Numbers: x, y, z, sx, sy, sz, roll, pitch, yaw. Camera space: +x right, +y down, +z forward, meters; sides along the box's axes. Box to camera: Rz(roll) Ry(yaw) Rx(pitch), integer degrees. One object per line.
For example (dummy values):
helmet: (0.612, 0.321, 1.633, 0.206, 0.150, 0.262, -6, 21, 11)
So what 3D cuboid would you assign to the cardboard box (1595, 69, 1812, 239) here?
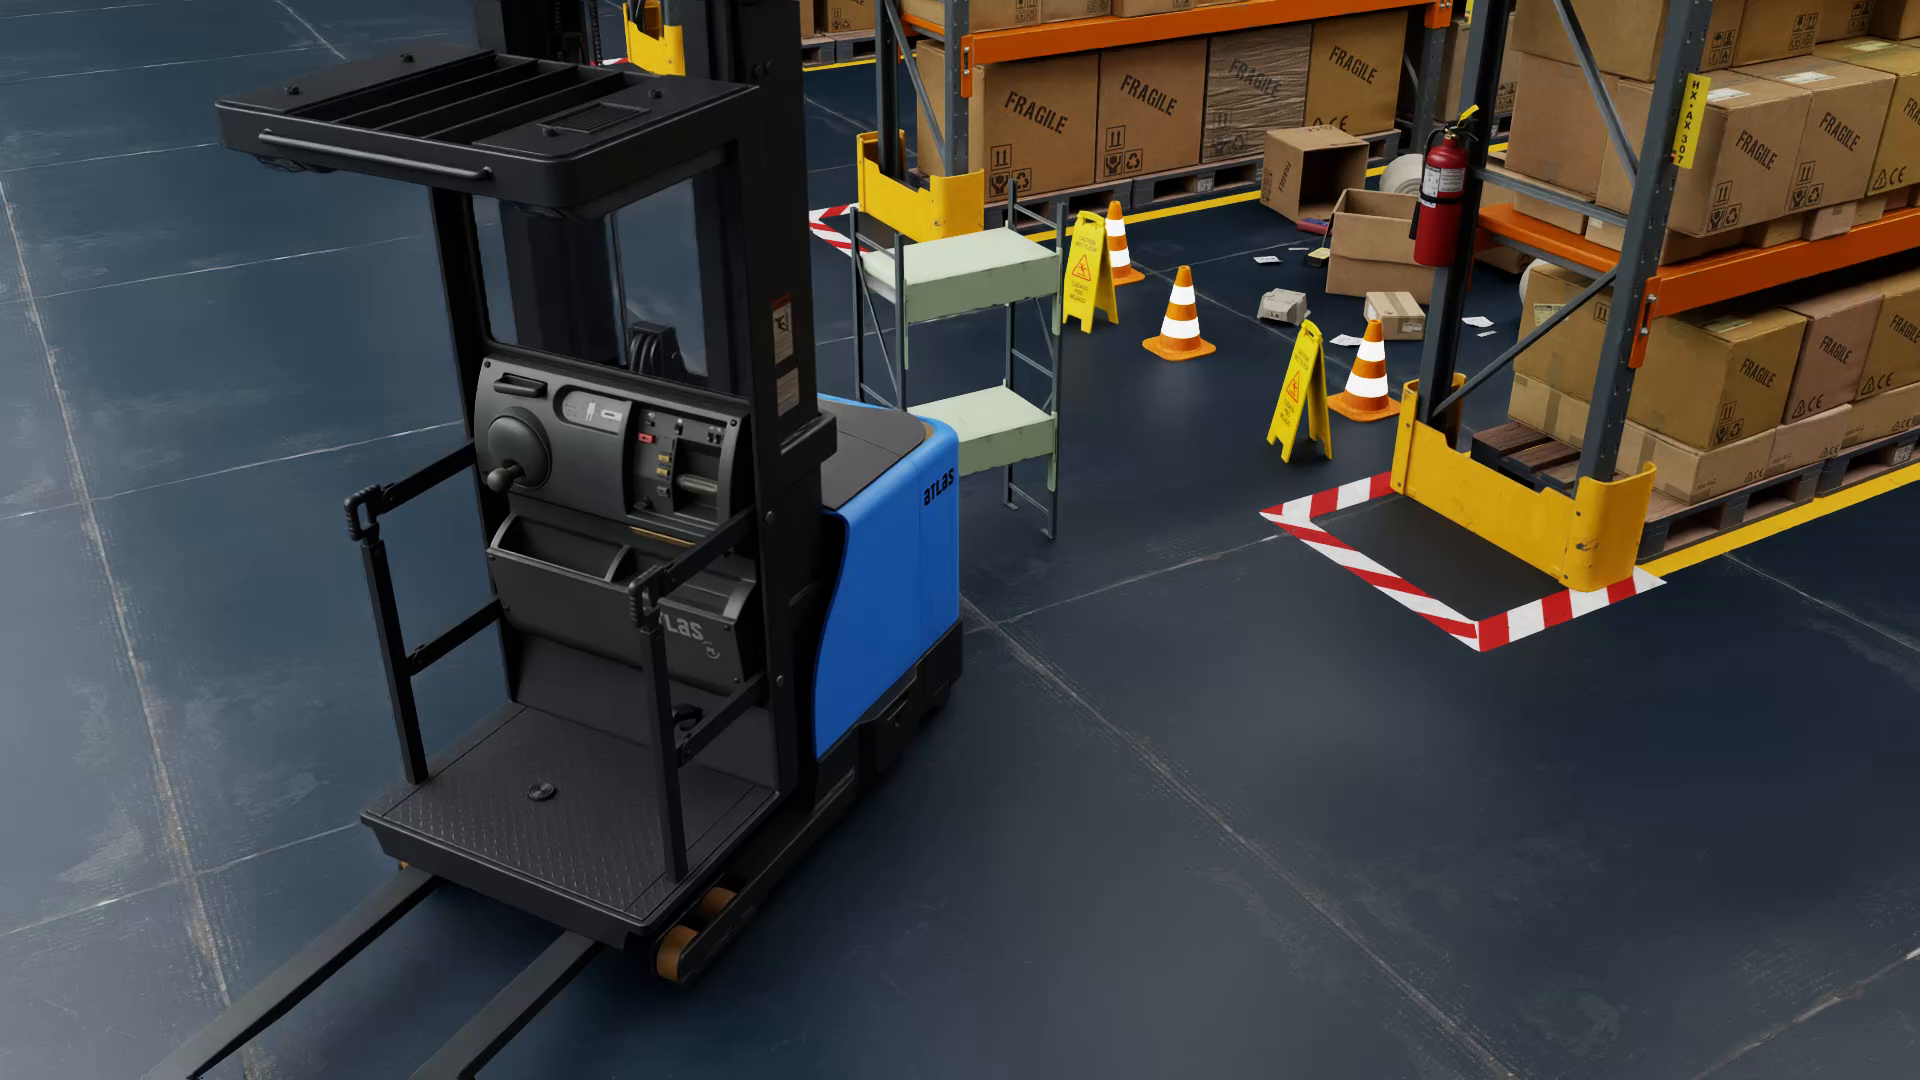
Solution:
cardboard box: (2.895, -1.527, 6.501, 0.500, 0.500, 0.500, -16, 33, -27)

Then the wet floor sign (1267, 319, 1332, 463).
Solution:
wet floor sign: (1.640, -0.721, 7.888, 0.232, 0.644, 0.267, -5, 29, -9)

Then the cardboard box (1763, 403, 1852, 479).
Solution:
cardboard box: (3.626, -0.536, 7.529, 0.500, 0.250, 0.500, -15, 32, -25)

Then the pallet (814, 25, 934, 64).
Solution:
pallet: (-0.840, -4.759, 15.655, 1.213, 0.211, 1.003, -16, 33, -26)

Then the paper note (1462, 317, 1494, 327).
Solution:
paper note: (2.961, -1.253, 9.501, 0.142, 0.019, 0.148, -5, 29, -9)

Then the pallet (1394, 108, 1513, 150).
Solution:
pallet: (3.827, -3.368, 13.135, 1.213, 0.211, 1.003, -16, 33, -26)

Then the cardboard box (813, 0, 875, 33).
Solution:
cardboard box: (-1.080, -5.022, 15.398, 0.500, 0.500, 0.500, -13, 31, -22)

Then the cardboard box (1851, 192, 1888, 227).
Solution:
cardboard box: (3.673, -1.458, 7.048, 0.250, 0.149, 0.380, -15, 32, -25)

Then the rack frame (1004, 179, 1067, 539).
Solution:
rack frame: (0.310, -0.745, 7.047, 0.023, 1.500, 0.400, -16, 33, -26)

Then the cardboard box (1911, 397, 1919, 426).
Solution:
cardboard box: (4.527, -0.798, 8.002, 0.500, 0.250, 0.500, -15, 32, -26)

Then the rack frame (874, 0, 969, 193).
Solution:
rack frame: (-0.249, -3.390, 10.288, 0.127, 3.000, 1.000, -16, 33, -26)

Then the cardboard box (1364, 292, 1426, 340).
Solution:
cardboard box: (2.452, -1.266, 9.391, 0.250, 0.149, 0.380, 0, 29, 0)

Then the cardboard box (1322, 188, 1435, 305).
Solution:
cardboard box: (2.578, -1.744, 9.889, 0.797, 0.503, 0.637, 10, 30, 17)

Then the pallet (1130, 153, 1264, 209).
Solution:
pallet: (1.452, -2.694, 11.913, 1.213, 0.211, 1.003, -16, 33, -26)

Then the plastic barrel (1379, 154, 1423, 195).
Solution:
plastic barrel: (2.999, -2.324, 11.023, 0.421, 0.421, 0.512, 5, 29, 8)

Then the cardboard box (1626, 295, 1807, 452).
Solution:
cardboard box: (3.202, -0.749, 7.138, 0.500, 0.500, 0.500, -17, 33, -28)

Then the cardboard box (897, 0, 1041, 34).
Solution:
cardboard box: (0.048, -3.565, 10.450, 0.550, 0.550, 0.875, -16, 33, -26)

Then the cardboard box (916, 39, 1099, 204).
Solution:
cardboard box: (0.303, -2.837, 11.050, 0.875, 0.875, 0.875, -16, 33, -26)

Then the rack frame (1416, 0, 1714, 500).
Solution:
rack frame: (2.346, -1.352, 6.596, 0.127, 3.000, 1.000, -16, 33, -26)

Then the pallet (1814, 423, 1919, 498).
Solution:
pallet: (4.181, -0.631, 8.175, 1.213, 0.211, 1.003, -16, 33, -26)

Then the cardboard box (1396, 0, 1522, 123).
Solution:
cardboard box: (3.690, -3.757, 12.847, 0.750, 0.750, 1.050, -16, 33, -27)

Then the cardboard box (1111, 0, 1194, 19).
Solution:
cardboard box: (1.058, -3.793, 10.864, 0.550, 0.550, 0.875, -16, 33, -26)

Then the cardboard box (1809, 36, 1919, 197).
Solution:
cardboard box: (3.779, -1.780, 6.960, 0.500, 0.500, 0.500, -17, 33, -27)

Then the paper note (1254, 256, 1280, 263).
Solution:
paper note: (1.928, -1.755, 10.401, 0.142, 0.017, 0.144, -5, 29, -9)

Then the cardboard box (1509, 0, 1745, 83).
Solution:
cardboard box: (2.676, -2.180, 6.650, 0.500, 0.500, 0.700, -17, 33, -28)

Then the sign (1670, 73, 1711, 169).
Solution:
sign: (2.621, -1.505, 5.977, 0.005, 0.325, 0.100, -16, 33, -26)

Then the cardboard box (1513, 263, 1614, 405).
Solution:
cardboard box: (2.905, -0.965, 7.530, 0.500, 0.500, 0.500, -16, 33, -26)

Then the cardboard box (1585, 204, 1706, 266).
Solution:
cardboard box: (2.744, -1.239, 6.651, 0.250, 0.149, 0.380, -16, 33, -26)

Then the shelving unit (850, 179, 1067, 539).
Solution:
shelving unit: (-0.006, -0.655, 6.885, 0.755, 1.500, 0.431, -16, 33, -26)

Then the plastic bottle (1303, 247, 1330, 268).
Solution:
plastic bottle: (2.276, -1.777, 10.406, 0.133, 0.061, 0.283, 22, 36, 34)

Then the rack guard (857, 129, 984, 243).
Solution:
rack guard: (-0.269, -2.289, 10.881, 0.348, 0.500, 1.175, -16, 33, -26)

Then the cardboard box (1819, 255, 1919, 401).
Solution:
cardboard box: (4.087, -0.998, 7.589, 0.500, 0.500, 0.500, -15, 32, -25)

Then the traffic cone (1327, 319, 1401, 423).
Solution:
traffic cone: (2.064, -0.884, 8.373, 0.334, 0.463, 0.336, -16, 33, -26)

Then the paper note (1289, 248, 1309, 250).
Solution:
paper note: (2.160, -1.857, 10.604, 0.123, 0.001, 0.032, 0, 29, 0)

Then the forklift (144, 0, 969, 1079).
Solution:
forklift: (-1.099, -0.249, 4.669, 1.130, 2.935, 3.031, 14, 32, 24)

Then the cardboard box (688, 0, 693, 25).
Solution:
cardboard box: (-2.127, -4.716, 14.843, 0.500, 0.500, 0.500, -10, 30, -17)

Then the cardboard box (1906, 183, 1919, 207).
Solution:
cardboard box: (4.112, -1.600, 7.305, 0.250, 0.149, 0.380, -17, 33, -28)

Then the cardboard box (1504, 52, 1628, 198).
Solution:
cardboard box: (2.675, -1.774, 6.949, 0.500, 0.500, 0.500, -16, 33, -27)

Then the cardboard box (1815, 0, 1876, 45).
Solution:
cardboard box: (3.504, -2.469, 7.172, 0.500, 0.500, 0.700, -16, 33, -27)

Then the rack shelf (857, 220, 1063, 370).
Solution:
rack shelf: (-0.006, -0.997, 6.696, 0.720, 0.370, 0.431, -16, 33, -26)

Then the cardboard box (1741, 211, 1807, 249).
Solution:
cardboard box: (3.224, -1.338, 6.830, 0.250, 0.149, 0.380, -17, 33, -28)

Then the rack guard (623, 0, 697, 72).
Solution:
rack guard: (-2.609, -4.405, 14.714, 0.348, 0.500, 1.175, -16, 33, -26)

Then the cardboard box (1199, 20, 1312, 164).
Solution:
cardboard box: (1.847, -3.275, 11.845, 0.875, 0.875, 0.875, -16, 33, -26)

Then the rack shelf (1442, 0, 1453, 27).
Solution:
rack shelf: (4.924, -4.543, 13.123, 4.000, 0.370, 1.077, -16, 33, -26)

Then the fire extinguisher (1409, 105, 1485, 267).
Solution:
fire extinguisher: (2.014, -1.482, 6.912, 0.183, 0.674, 0.296, -16, 33, -26)
